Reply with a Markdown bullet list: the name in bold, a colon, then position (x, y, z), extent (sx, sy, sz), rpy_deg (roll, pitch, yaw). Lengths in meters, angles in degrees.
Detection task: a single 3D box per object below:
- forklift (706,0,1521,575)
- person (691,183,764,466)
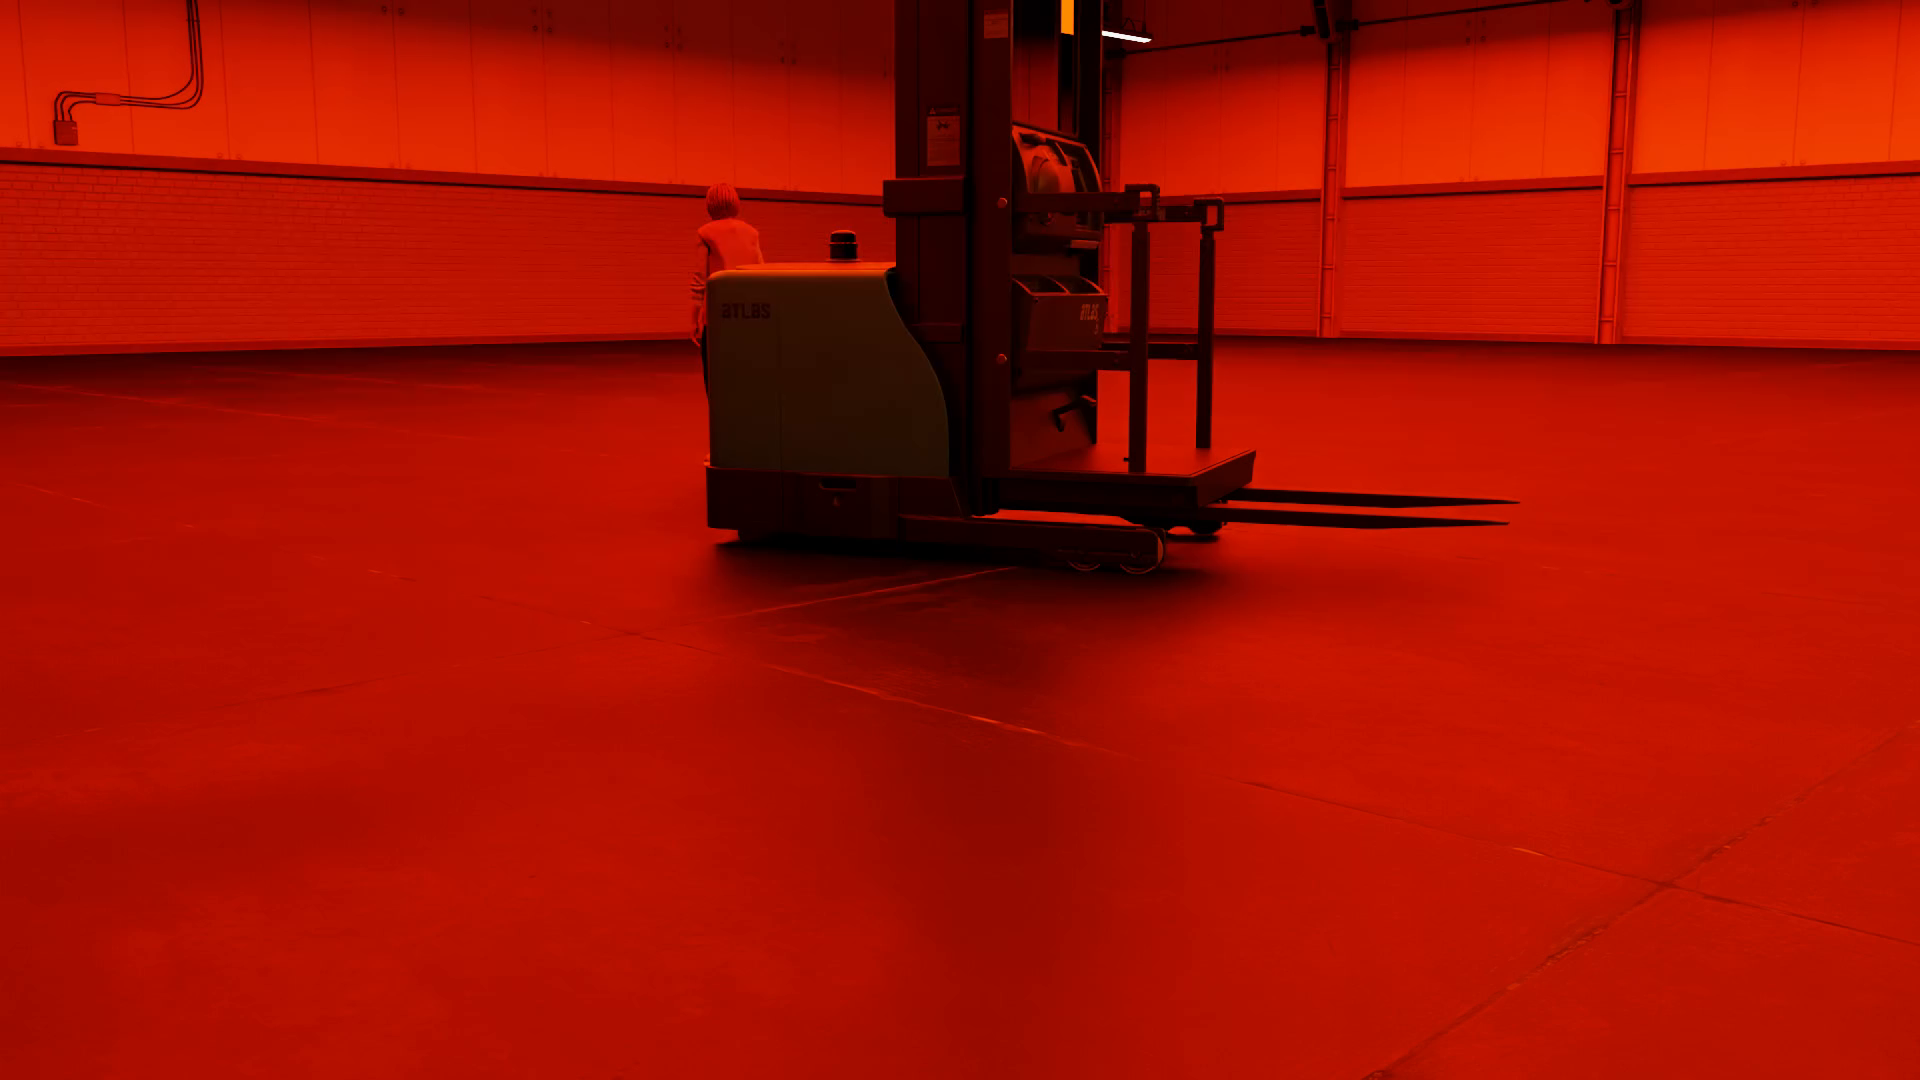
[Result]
- **forklift**: position (0.565, -1.416, 6.275), extent (3.031, 2.935, 1.130), rpy_deg (3, 9, 22)
- **person**: position (-1.286, -1.206, 9.378), extent (0.485, 1.593, 0.344), rpy_deg (-4, 10, -26)
